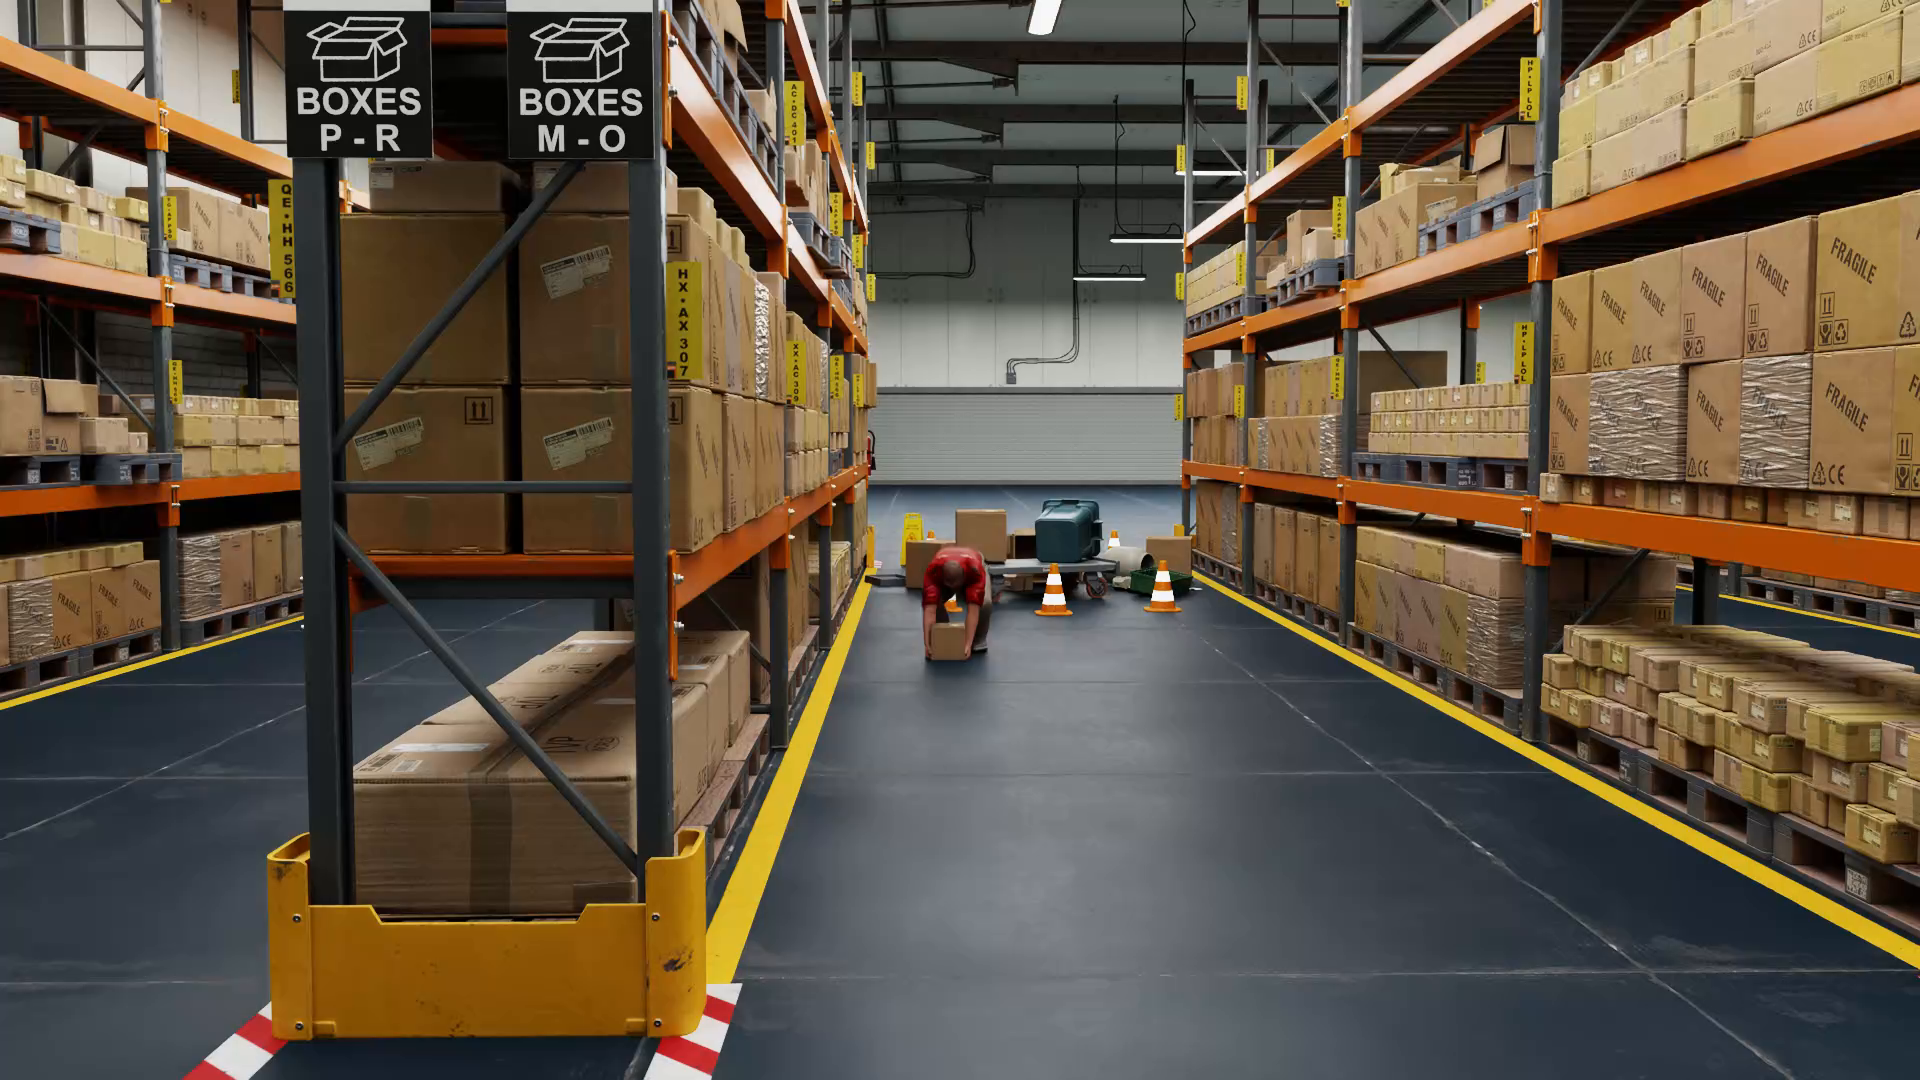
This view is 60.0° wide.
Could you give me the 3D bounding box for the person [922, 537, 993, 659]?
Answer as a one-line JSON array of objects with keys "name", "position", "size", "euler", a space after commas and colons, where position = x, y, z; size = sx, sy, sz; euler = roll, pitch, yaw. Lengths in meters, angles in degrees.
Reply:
[{"name": "person", "position": [-0.022, 0.427, 12.556], "size": [0.544, 0.869, 0.957], "euler": [1, 4, 8]}]
